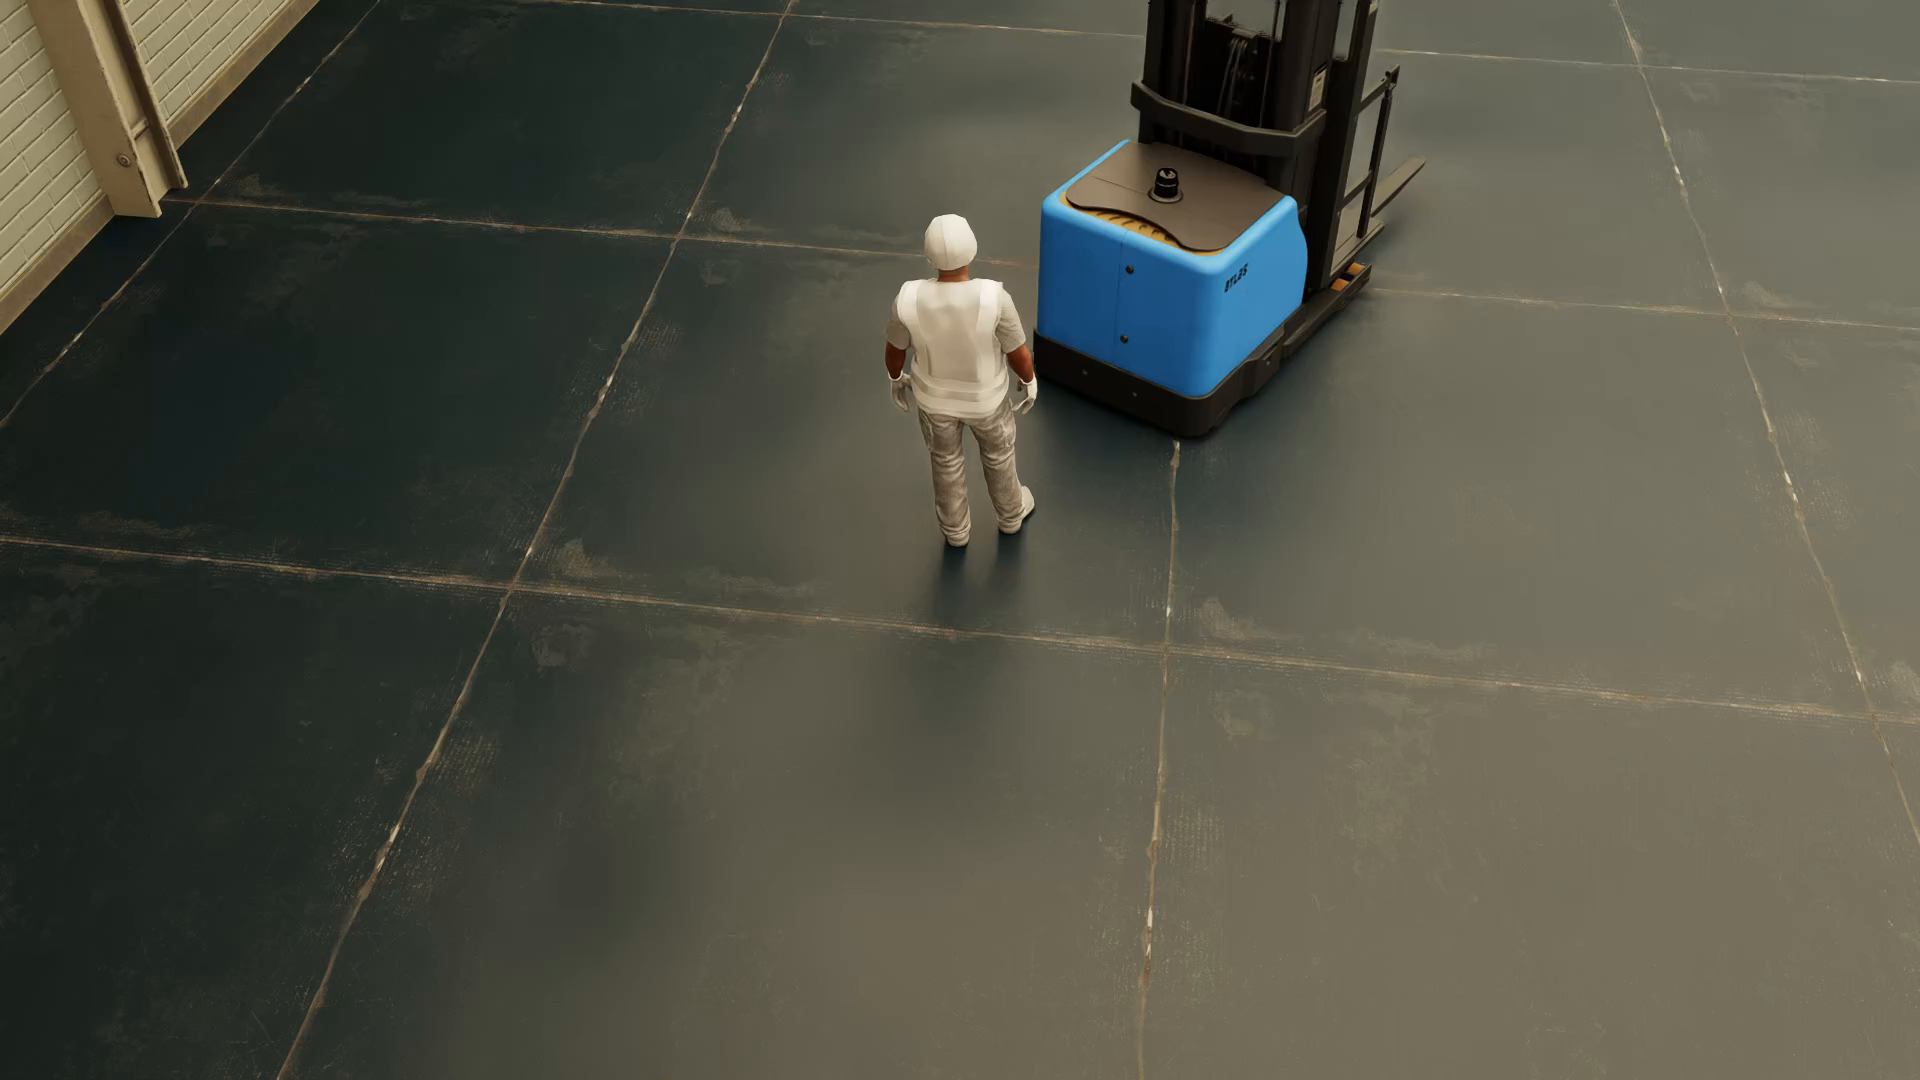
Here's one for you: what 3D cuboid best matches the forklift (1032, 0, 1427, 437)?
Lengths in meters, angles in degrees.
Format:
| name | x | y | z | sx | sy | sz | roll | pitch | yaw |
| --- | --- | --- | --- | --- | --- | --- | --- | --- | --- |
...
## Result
| name | x | y | z | sx | sy | sz | roll | pitch | yaw |
| --- | --- | --- | --- | --- | --- | --- | --- | --- | --- |
| forklift | 1.663 | -2.550 | 8.500 | 1.130 | 2.935 | 3.031 | 27 | 49 | 26 |

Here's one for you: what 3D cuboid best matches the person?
| name | x | y | z | sx | sy | sz | roll | pitch | yaw |
| --- | --- | --- | --- | --- | --- | --- | --- | --- | --- |
| person | 0.017 | -0.710 | 7.335 | 0.656 | 1.784 | 0.575 | 5 | 43 | 6 |
